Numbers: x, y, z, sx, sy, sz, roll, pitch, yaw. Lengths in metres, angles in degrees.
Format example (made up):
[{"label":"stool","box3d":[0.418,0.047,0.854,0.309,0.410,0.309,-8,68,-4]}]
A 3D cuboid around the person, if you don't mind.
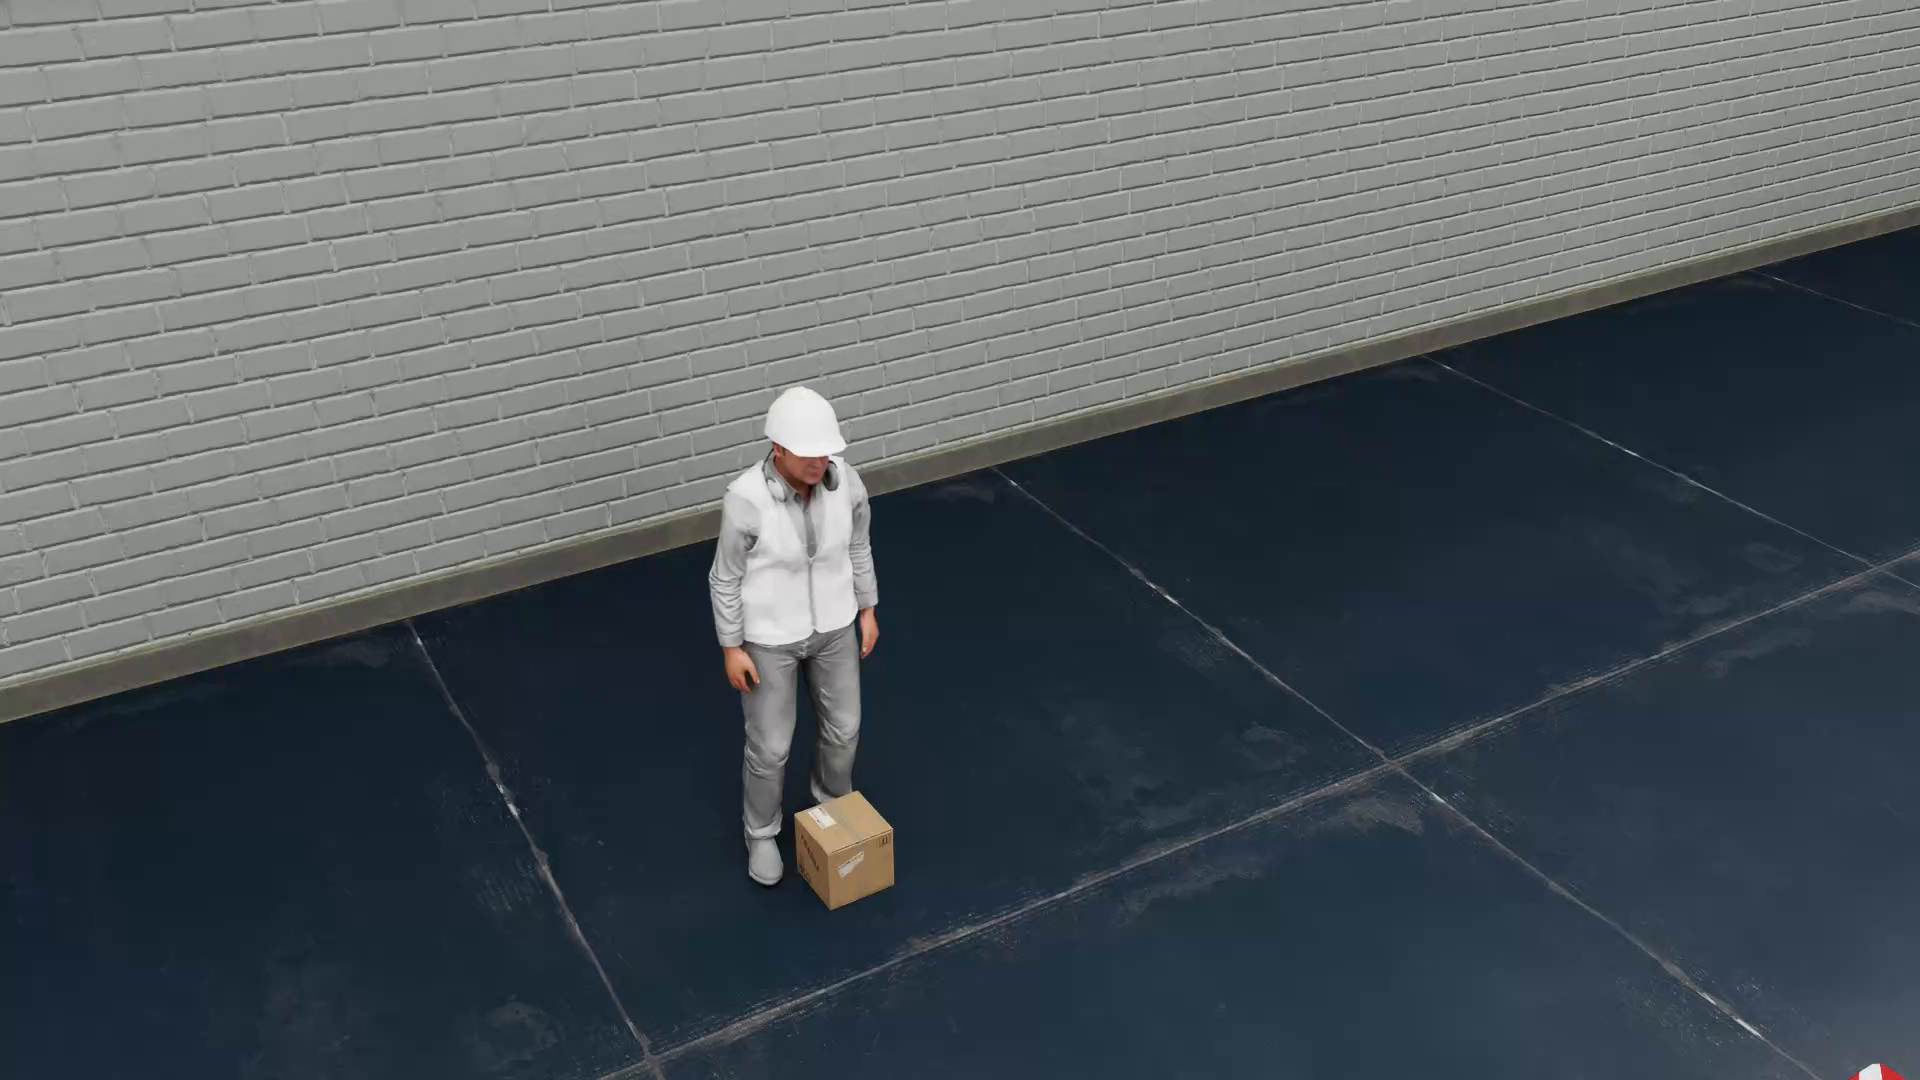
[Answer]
[{"label":"person","box3d":[-0.535,0.298,5.555,0.581,1.771,0.465,-16,33,-27]}]
